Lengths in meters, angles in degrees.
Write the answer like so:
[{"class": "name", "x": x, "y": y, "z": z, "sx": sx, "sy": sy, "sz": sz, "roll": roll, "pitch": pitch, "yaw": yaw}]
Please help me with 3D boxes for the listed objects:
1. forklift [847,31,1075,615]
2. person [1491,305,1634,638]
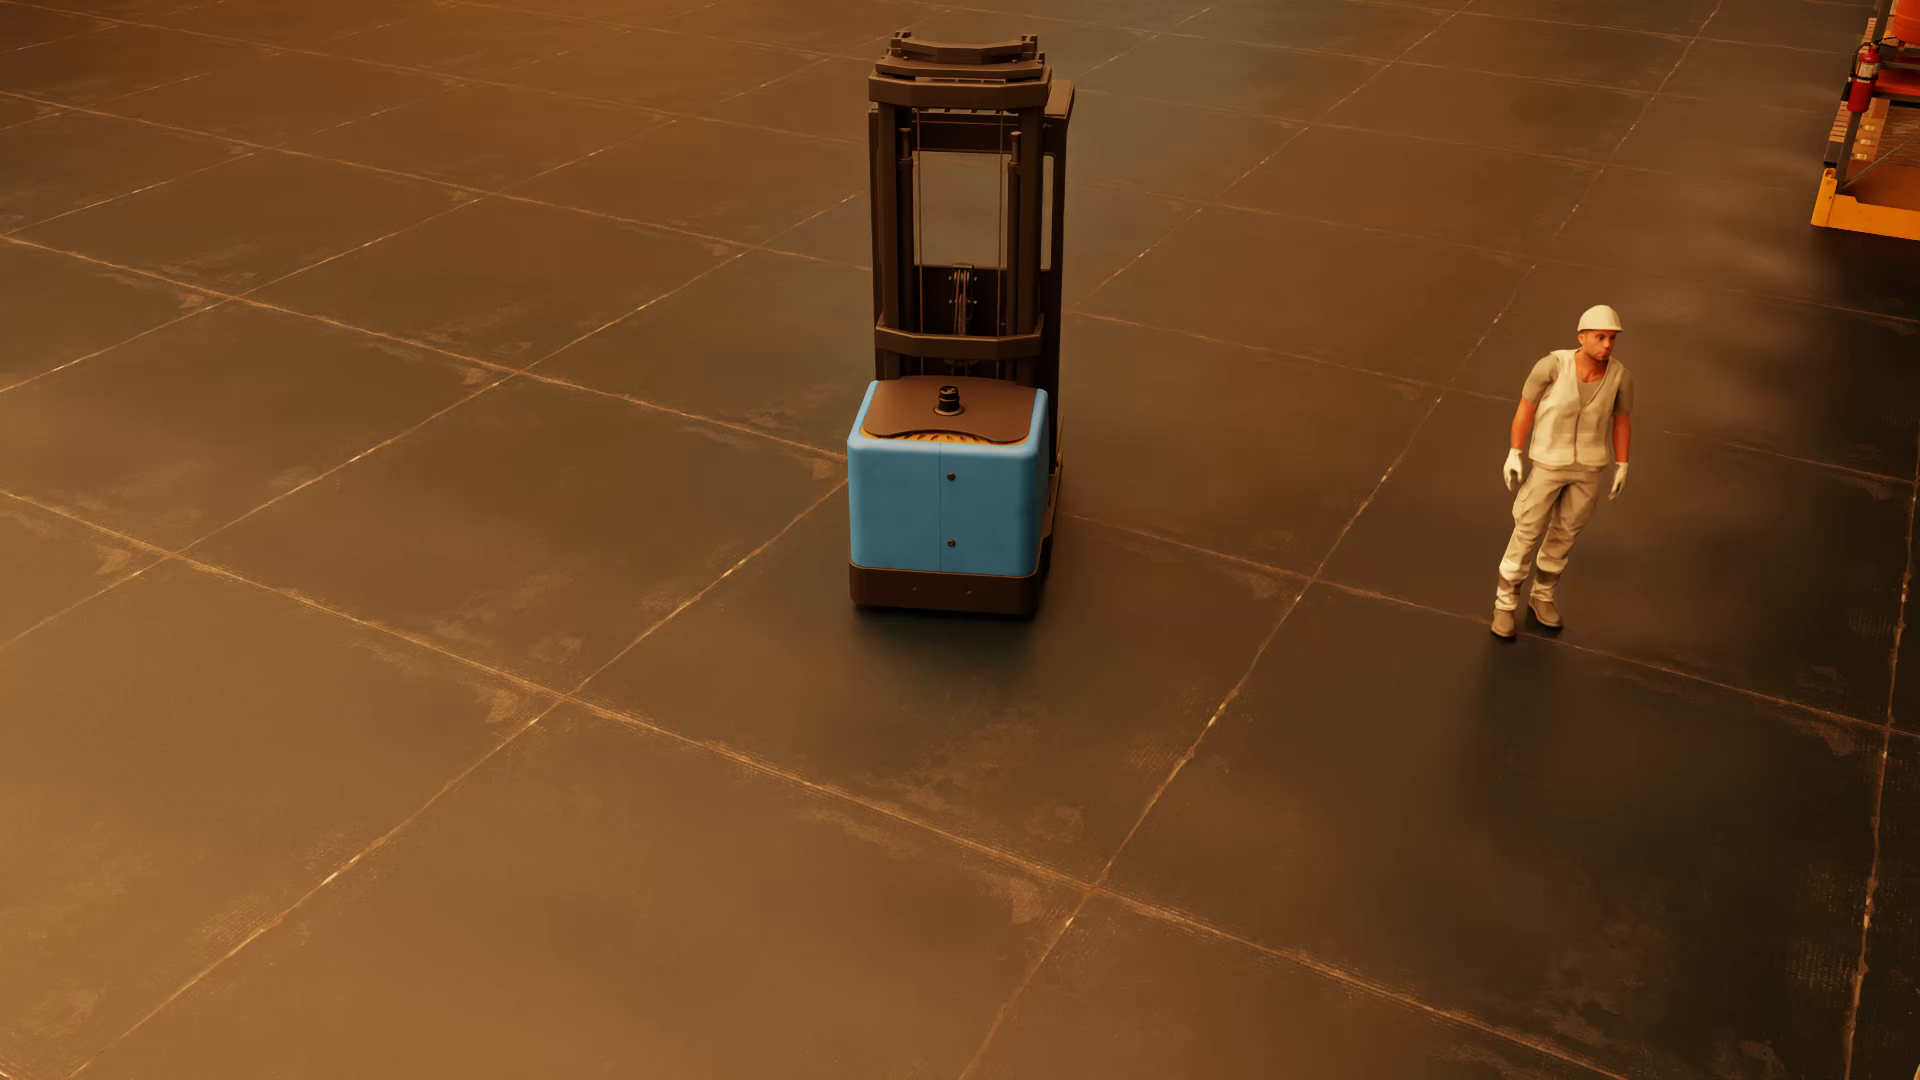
[{"class": "forklift", "x": 0.072, "y": -1.572, "z": 9.794, "sx": 1.130, "sy": 2.935, "sz": 3.031, "roll": 3, "pitch": 30, "yaw": 6}, {"class": "person", "x": 3.224, "y": -0.353, "z": 8.812, "sx": 0.643, "sy": 1.789, "sz": 0.565, "roll": 2, "pitch": 30, "yaw": 3}]
